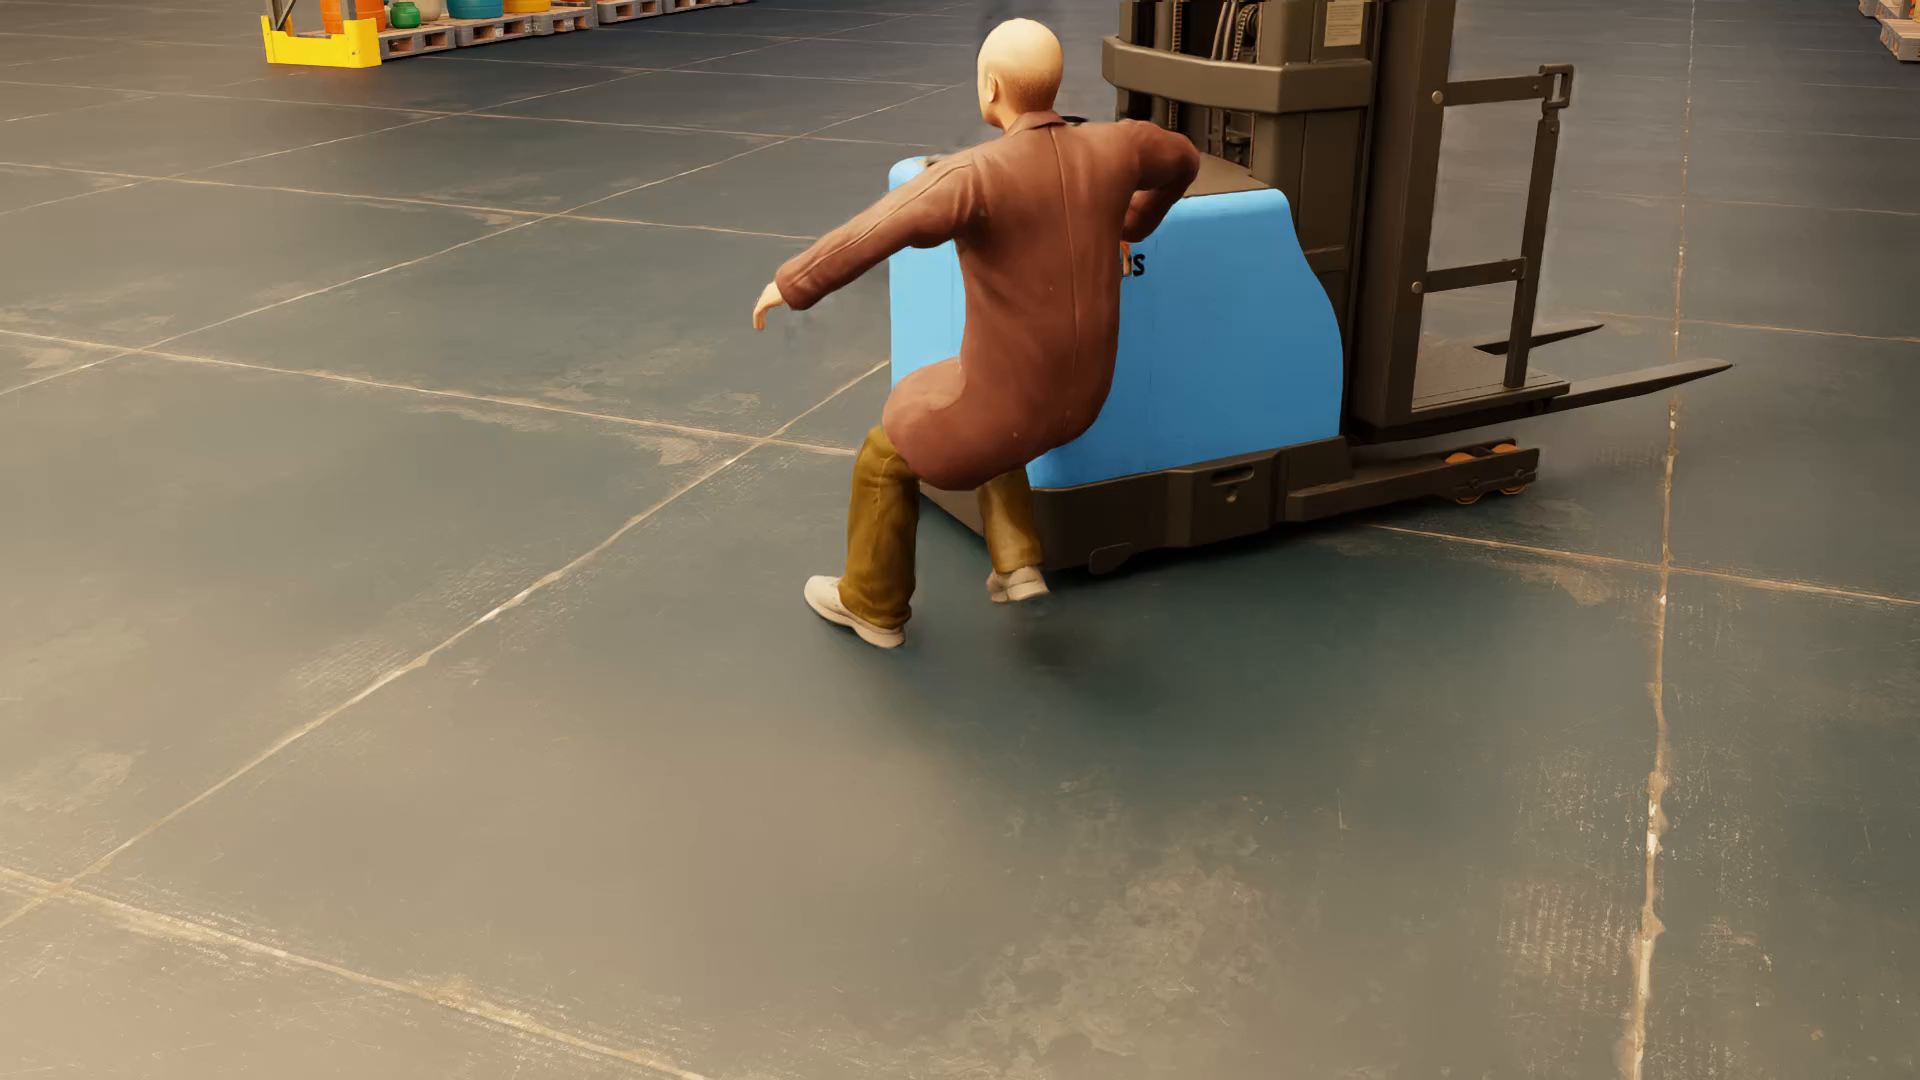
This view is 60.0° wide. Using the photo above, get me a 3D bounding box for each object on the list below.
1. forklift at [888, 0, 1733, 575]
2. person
[{"bbox_3d":[1.315,-1.634,5.201,3.031,2.935,1.130,-11,25,-25],"label":"forklift"},{"bbox_3d":[-0.006,-0.470,4.132,1.127,1.612,0.856,-15,27,-32],"label":"person"}]
